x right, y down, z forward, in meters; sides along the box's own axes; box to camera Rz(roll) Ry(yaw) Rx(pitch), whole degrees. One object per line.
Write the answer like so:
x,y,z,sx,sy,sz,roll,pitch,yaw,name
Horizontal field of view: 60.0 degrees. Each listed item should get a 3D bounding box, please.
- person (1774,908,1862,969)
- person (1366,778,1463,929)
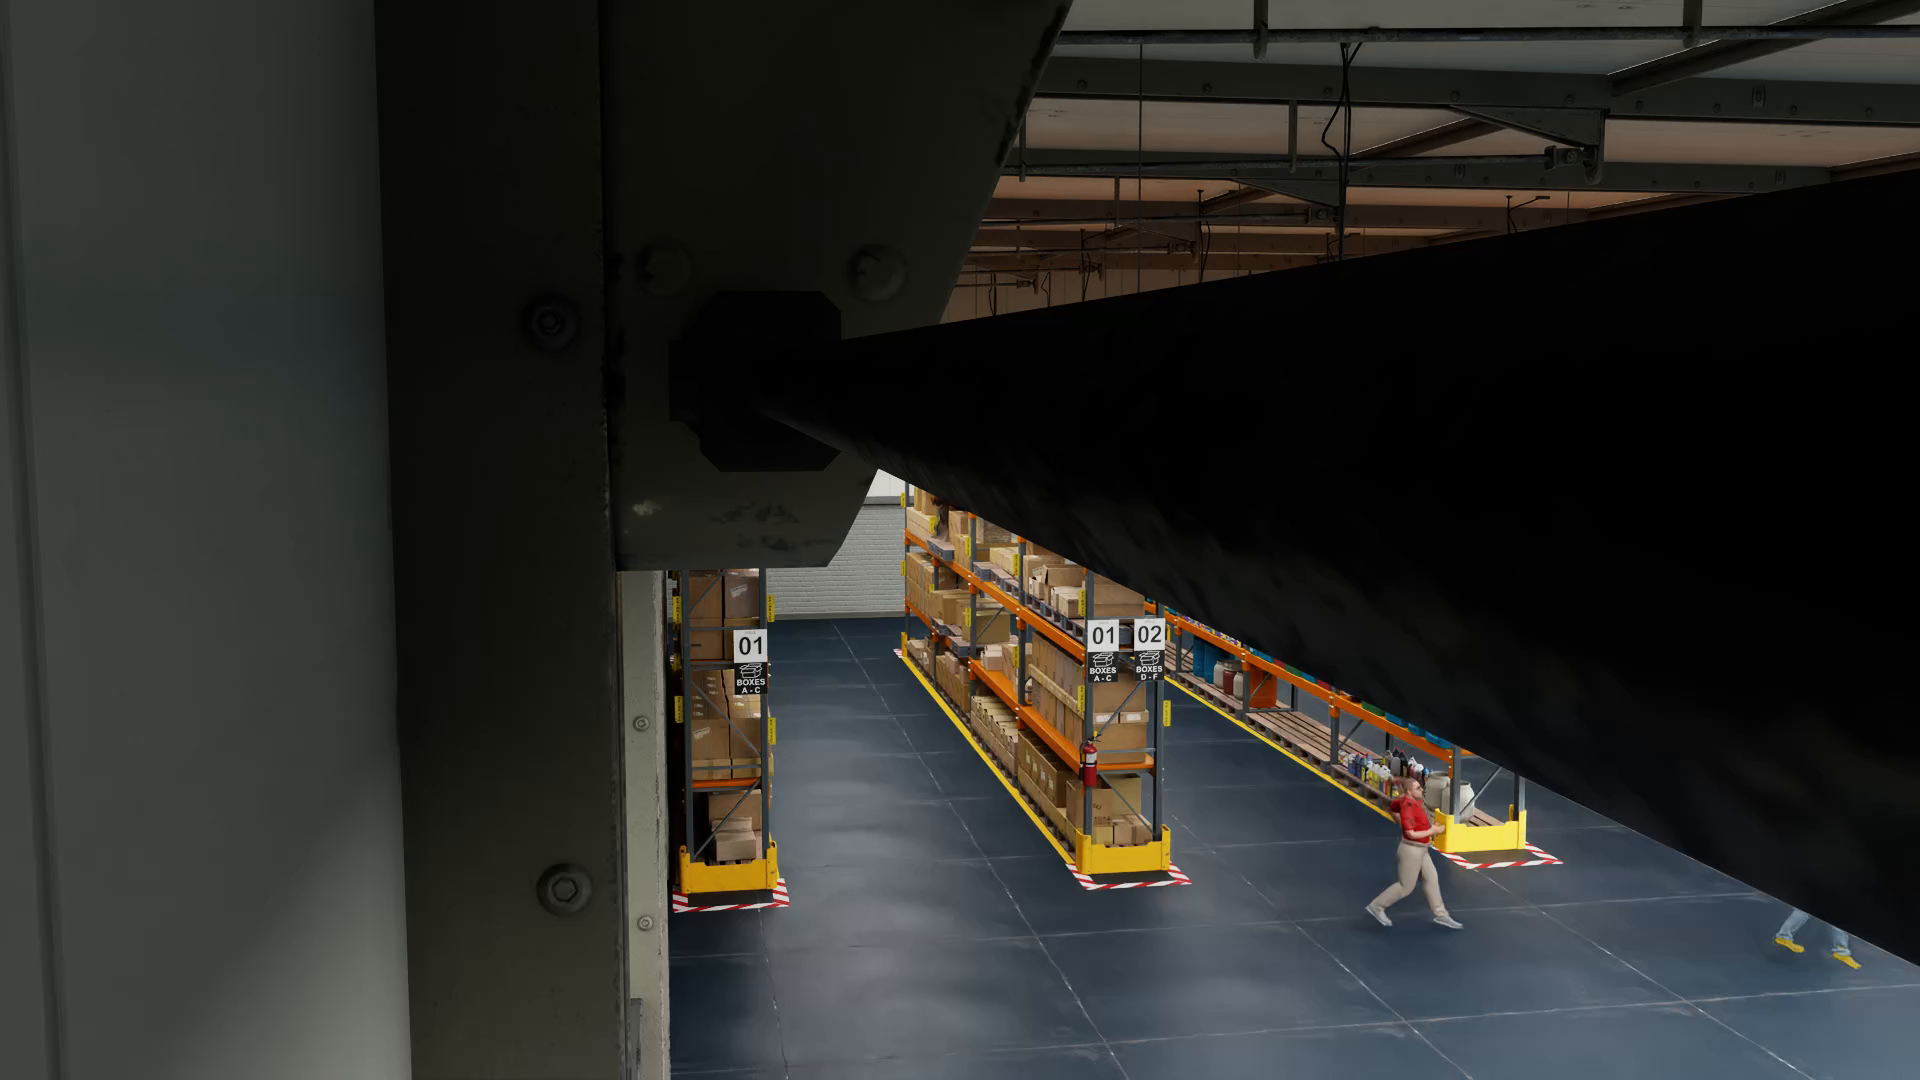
9.153,3.613,17.668,0.820,1.821,0.677,1,6,13,person
5.134,3.521,18.710,1.042,1.708,0.669,2,6,20,person
